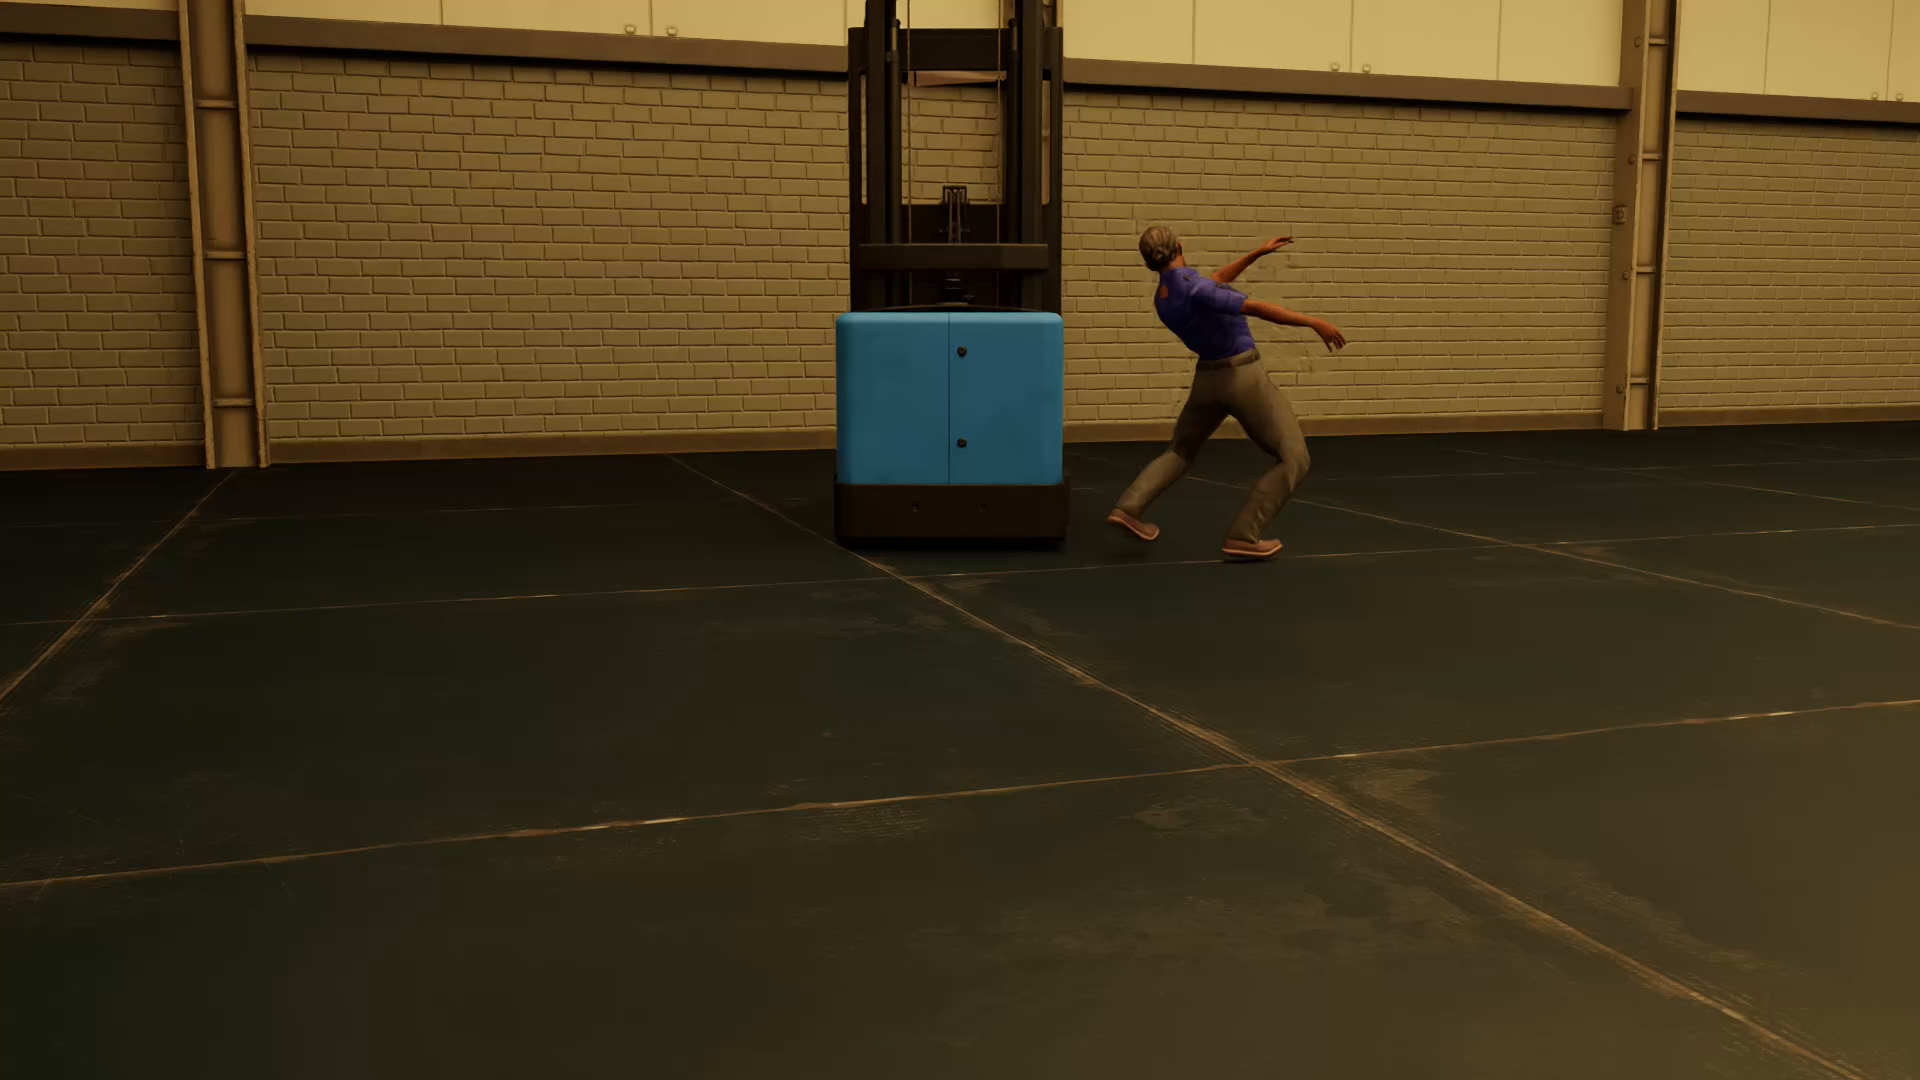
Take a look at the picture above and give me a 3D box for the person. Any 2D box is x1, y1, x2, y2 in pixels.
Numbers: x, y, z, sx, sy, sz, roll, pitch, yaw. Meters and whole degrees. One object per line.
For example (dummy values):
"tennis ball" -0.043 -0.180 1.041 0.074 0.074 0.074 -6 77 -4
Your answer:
"person" 1.215 -0.641 7.194 0.753 1.424 0.965 -6 10 -38

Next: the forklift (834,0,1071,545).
"forklift" -0.016 -1.595 8.777 1.130 2.935 3.031 0 8 1
